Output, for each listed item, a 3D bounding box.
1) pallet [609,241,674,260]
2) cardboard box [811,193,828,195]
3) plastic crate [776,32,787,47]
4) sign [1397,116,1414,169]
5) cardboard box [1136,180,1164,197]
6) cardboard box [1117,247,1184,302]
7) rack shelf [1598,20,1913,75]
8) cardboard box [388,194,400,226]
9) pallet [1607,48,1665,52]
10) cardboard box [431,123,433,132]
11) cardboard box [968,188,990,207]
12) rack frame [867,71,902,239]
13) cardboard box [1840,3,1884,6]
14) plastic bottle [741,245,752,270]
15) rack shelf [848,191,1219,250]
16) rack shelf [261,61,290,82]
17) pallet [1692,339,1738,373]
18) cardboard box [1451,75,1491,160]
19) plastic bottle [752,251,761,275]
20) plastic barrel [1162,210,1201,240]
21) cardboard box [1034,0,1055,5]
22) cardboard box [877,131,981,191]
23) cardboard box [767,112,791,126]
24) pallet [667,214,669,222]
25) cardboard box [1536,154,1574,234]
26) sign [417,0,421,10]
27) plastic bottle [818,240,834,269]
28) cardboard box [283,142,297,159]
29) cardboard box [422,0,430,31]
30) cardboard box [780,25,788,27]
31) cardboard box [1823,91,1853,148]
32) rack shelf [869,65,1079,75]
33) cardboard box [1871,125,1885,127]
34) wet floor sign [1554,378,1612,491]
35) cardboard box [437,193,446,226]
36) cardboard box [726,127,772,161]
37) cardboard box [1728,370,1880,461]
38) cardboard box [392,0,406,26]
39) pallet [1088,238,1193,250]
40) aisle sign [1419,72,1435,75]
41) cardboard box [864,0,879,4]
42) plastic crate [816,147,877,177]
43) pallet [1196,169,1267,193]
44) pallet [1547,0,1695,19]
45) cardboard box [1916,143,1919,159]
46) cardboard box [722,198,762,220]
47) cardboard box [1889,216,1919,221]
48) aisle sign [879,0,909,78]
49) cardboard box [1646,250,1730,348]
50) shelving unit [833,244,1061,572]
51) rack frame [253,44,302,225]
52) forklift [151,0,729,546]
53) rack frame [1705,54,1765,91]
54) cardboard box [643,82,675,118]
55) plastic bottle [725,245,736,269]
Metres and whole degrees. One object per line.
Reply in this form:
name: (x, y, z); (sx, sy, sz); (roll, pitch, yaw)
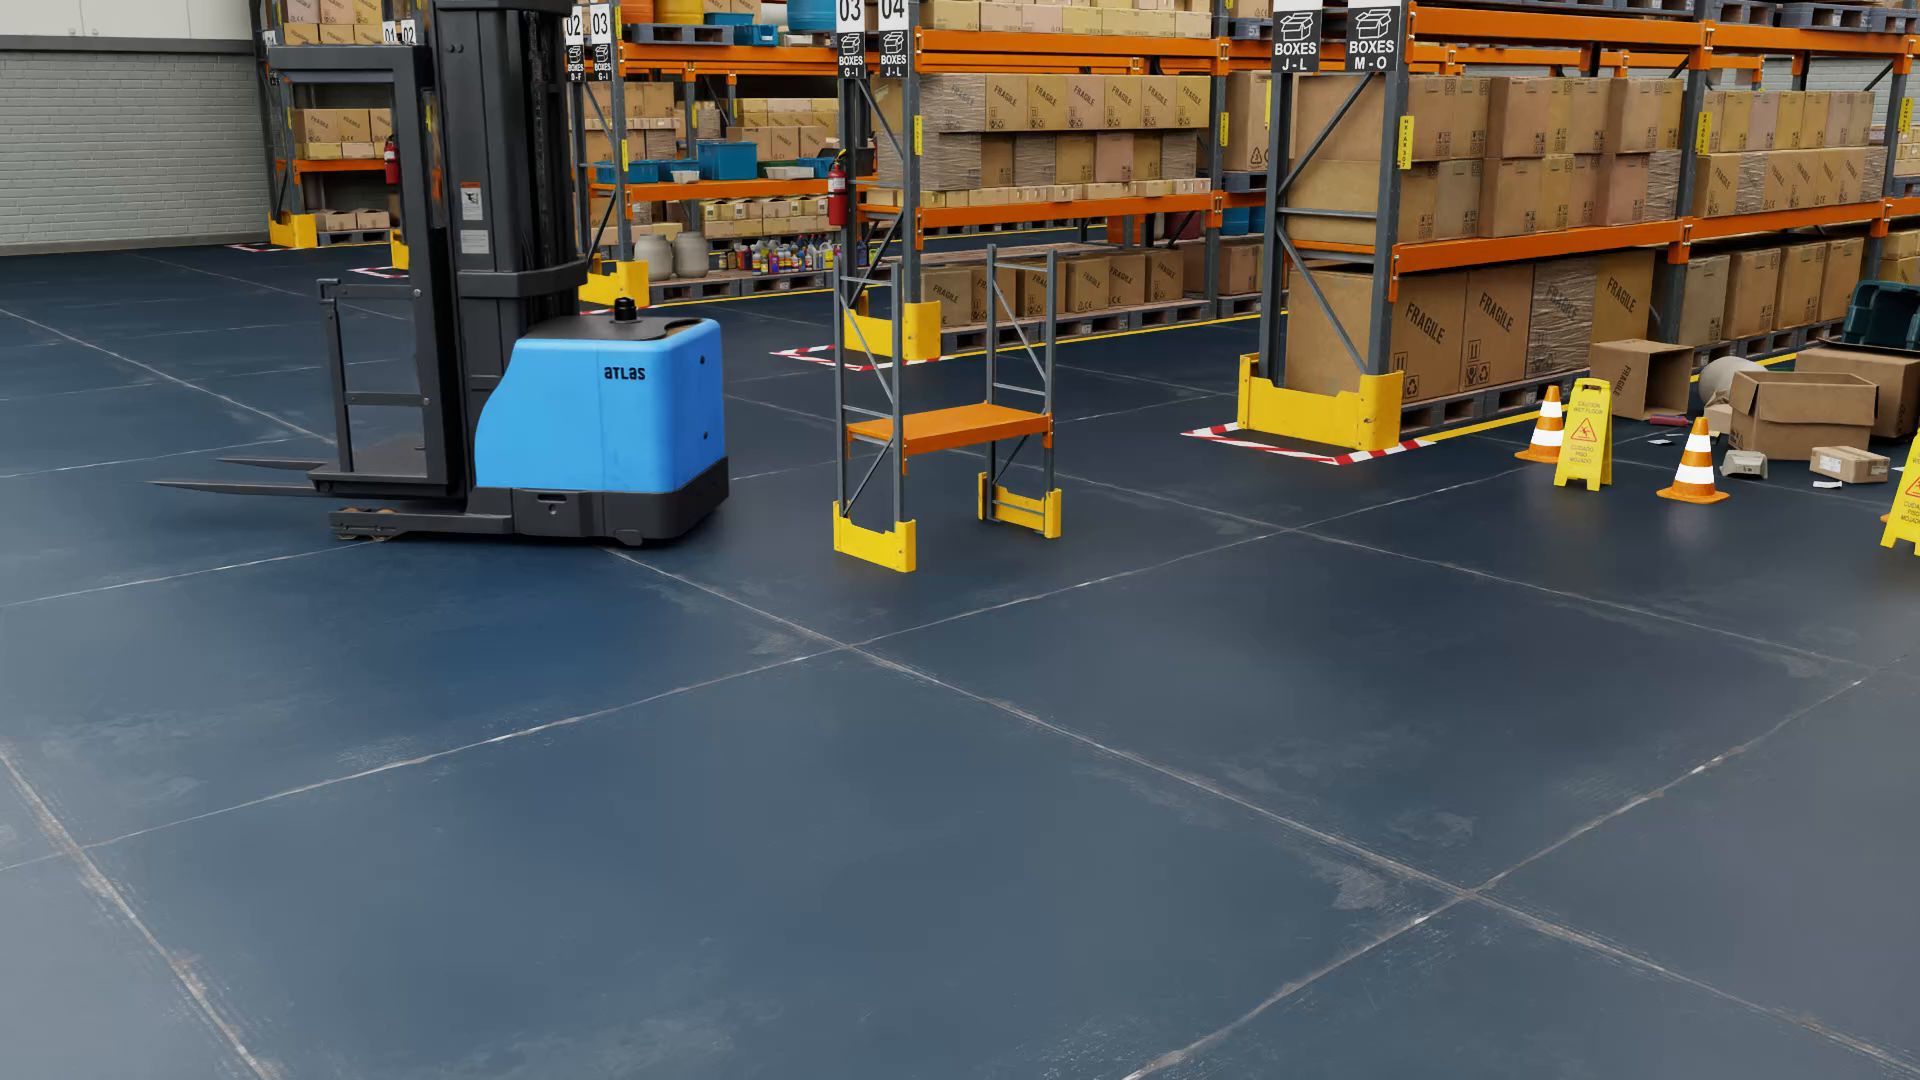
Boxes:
pallet: (-4.827, -4.287, 24.390); (1.213, 0.211, 1.003); (-13, 19, -39)
cardboard box: (-2.160, -5.461, 26.811); (0.500, 0.311, 0.500); (-13, 20, -41)
plastic crate: (-2.319, -5.928, 19.729); (0.450, 0.188, 0.336); (-13, 19, -39)
sign: (2.823, -2.518, 10.535); (0.005, 0.325, 0.100); (-13, 19, -39)
cardboard box: (1.793, -3.481, 16.457); (0.250, 0.149, 0.380); (-13, 19, -39)
cardboard box: (1.973, -2.767, 17.325); (0.500, 0.500, 0.500); (-13, 20, -41)
rack shelf: (6.989, -4.289, 14.576); (4.000, 0.370, 1.077); (-13, 19, -39)
cardboard box: (-8.874, -5.362, 27.004); (0.500, 0.500, 0.700); (-14, 21, -43)
pallet: (8.960, -6.729, 22.490); (1.213, 0.211, 1.003); (-13, 19, -39)
cardboard box: (-7.053, -5.546, 22.251); (0.250, 0.149, 0.380); (-13, 20, -40)
cardboard box: (0.055, -3.112, 15.076); (0.250, 0.149, 0.380); (-13, 19, -39)
rack frame: (-1.182, -6.438, 27.040); (0.127, 3.000, 1.000); (-13, 19, -39)
cardboard box: (8.191, -4.969, 15.175); (0.250, 0.166, 0.380); (-13, 19, -39)
plastic bottle: (-2.592, -3.431, 20.195); (0.133, 0.283, 0.061); (-13, 19, -39)
rack shelf: (0.792, -3.145, 16.106); (4.000, 0.370, 1.077); (-13, 19, -39)
rack shelf: (-8.962, -7.487, 26.549); (4.000, 0.370, 1.077); (-13, 19, -39)
pallet: (6.013, -1.647, 14.506); (1.213, 0.211, 1.003); (-13, 19, -39)
cardboard box: (3.123, -2.932, 11.530); (0.550, 0.550, 0.875); (-13, 19, -39)
plastic bottle: (-2.396, -3.259, 19.572); (0.097, 0.271, 0.097); (0, 15, 0)
plastic barrel: (3.277, -4.789, 24.724); (0.708, 0.588, 0.600); (-13, 19, -39)
cardboard box: (0.646, -4.938, 15.131); (0.250, 0.149, 0.380); (-14, 20, -42)
cardboard box: (-0.284, -3.434, 15.022); (0.500, 0.500, 0.875); (-13, 19, -39)
cardboard box: (-3.501, -7.723, 31.041); (0.500, 0.500, 0.500); (-12, 19, -38)
pallet: (-5.947, -5.717, 29.744); (1.213, 0.211, 1.003); (-13, 19, -39)
cardboard box: (3.991, -2.581, 12.309); (0.500, 0.550, 0.875); (-13, 19, -39)
sign: (-6.857, -6.884, 21.048); (0.005, 0.325, 0.100); (-13, 19, -39)
plastic bottle: (-1.635, -3.476, 20.231); (0.185, 0.351, 0.144); (-13, 20, -40)
cardboard box: (-10.246, -6.101, 26.029); (0.500, 0.250, 0.500); (-12, 19, -39)
cardboard box: (-6.780, -6.949, 21.855); (0.637, 0.503, 0.797); (-11, 18, -36)
cardboard box: (-3.317, -9.396, 31.257); (0.500, 0.500, 0.700); (-11, 19, -37)
cardboard box: (7.772, -3.898, 15.398); (0.500, 0.500, 0.700); (-13, 20, -40)
rack shelf: (0.327, -7.879, 28.014); (4.000, 0.370, 1.077); (-13, 19, -39)
cardboard box: (9.544, -4.286, 17.504); (0.250, 0.149, 0.380); (-11, 19, -37)
wet floor sign: (3.741, -0.643, 9.908); (0.267, 0.644, 0.232); (12, 19, 37)
cardboard box: (-7.007, -4.468, 22.728); (0.500, 0.500, 0.500); (-13, 19, -39)
cardboard box: (-3.212, -6.025, 25.300); (0.500, 0.500, 0.500); (-11, 18, -35)
cardboard box: (5.452, -0.809, 10.803); (0.797, 0.503, 0.637); (2, 15, 9)
cardboard box: (-9.142, -8.418, 26.471); (0.500, 0.500, 0.500); (-13, 20, -39)
pallet: (2.635, -4.268, 24.318); (1.213, 0.211, 1.003); (-13, 19, -39)
aisle sign: (7.962, -8.154, 28.428); (0.004, 0.787, 0.394); (-13, 19, -39)
cardboard box: (-0.712, -4.831, 14.729); (0.250, 0.149, 0.380); (-13, 19, -39)
plastic crate: (-1.429, -4.702, 20.660); (0.504, 0.338, 0.767); (-13, 19, -39)
pallet: (2.973, -3.840, 17.685); (1.213, 0.211, 1.003); (-13, 19, -39)
pallet: (4.857, -4.118, 12.715); (1.213, 0.211, 1.003); (-13, 19, -39)
cardboard box: (9.397, -3.886, 16.584); (0.250, 0.149, 0.380); (-13, 20, -41)
cardboard box: (-3.343, -5.011, 25.126); (0.500, 0.311, 0.500); (-13, 20, -40)
cardboard box: (10.385, -3.397, 18.232); (0.500, 0.250, 0.500); (-12, 19, -38)
aisle sign: (-0.566, -4.341, 14.151); (0.004, 0.787, 0.394); (-13, 19, -39)
cardboard box: (5.890, -2.087, 14.297); (0.750, 0.750, 1.050); (-13, 20, -40)
shelving unit: (-0.058, -0.712, 8.508); (1.083, 1.500, 0.587); (-13, 19, -39)
rack frame: (-10.471, -6.047, 25.575); (0.127, 3.000, 1.000); (-13, 19, -39)
forklift: (-2.865, -1.540, 8.837); (3.031, 2.935, 1.130); (2, 15, 8)
rack frame: (11.354, -5.864, 24.892); (0.127, 3.000, 1.000); (-13, 19, -39)
cardboard box: (-4.530, -6.359, 24.037); (0.500, 0.500, 0.700); (-13, 19, -39)
plastic bottle: (-2.794, -3.438, 20.220); (0.133, 0.283, 0.061); (-12, 19, -38)
